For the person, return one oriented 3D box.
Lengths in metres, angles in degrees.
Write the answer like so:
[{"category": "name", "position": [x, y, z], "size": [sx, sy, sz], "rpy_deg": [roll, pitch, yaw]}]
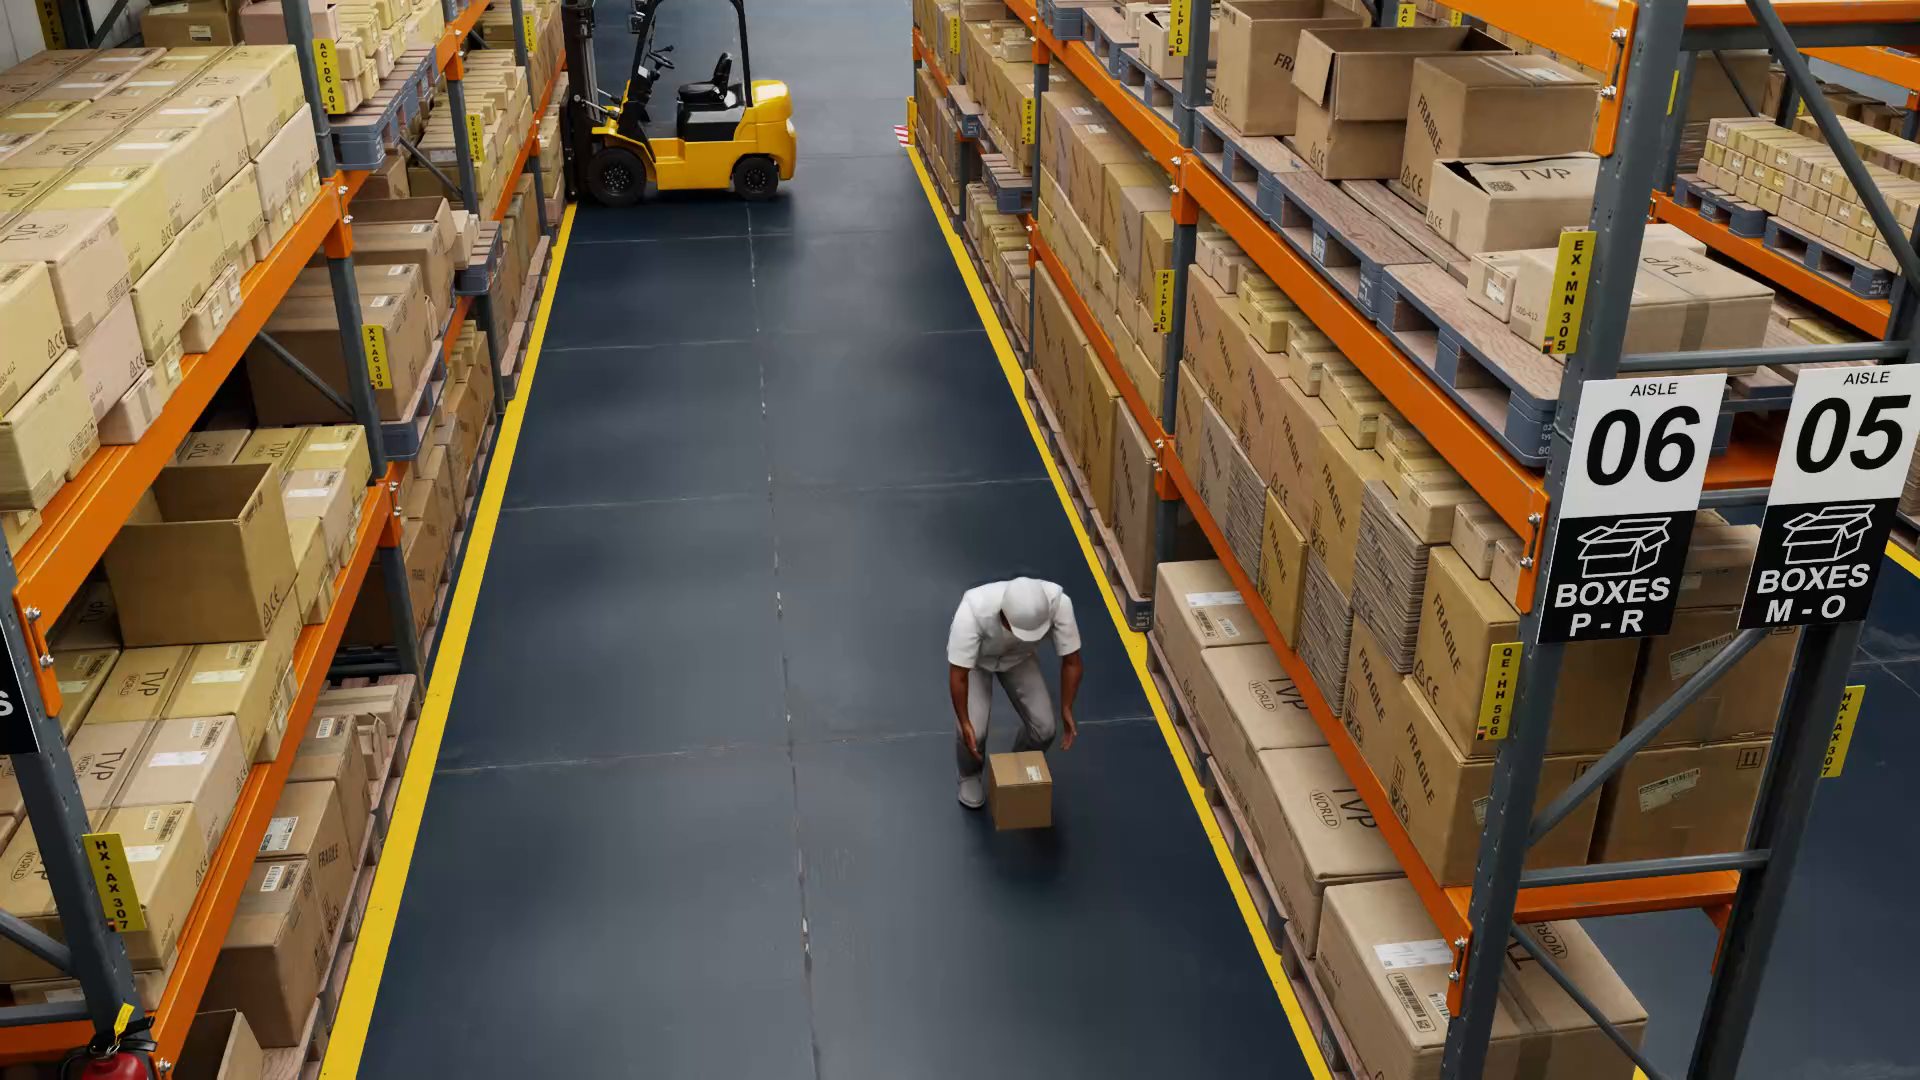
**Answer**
[{"category": "person", "position": [0.237, 0.649, 7.780], "size": [0.631, 1.346, 0.790], "rpy_deg": [-4, 27, -8]}]
